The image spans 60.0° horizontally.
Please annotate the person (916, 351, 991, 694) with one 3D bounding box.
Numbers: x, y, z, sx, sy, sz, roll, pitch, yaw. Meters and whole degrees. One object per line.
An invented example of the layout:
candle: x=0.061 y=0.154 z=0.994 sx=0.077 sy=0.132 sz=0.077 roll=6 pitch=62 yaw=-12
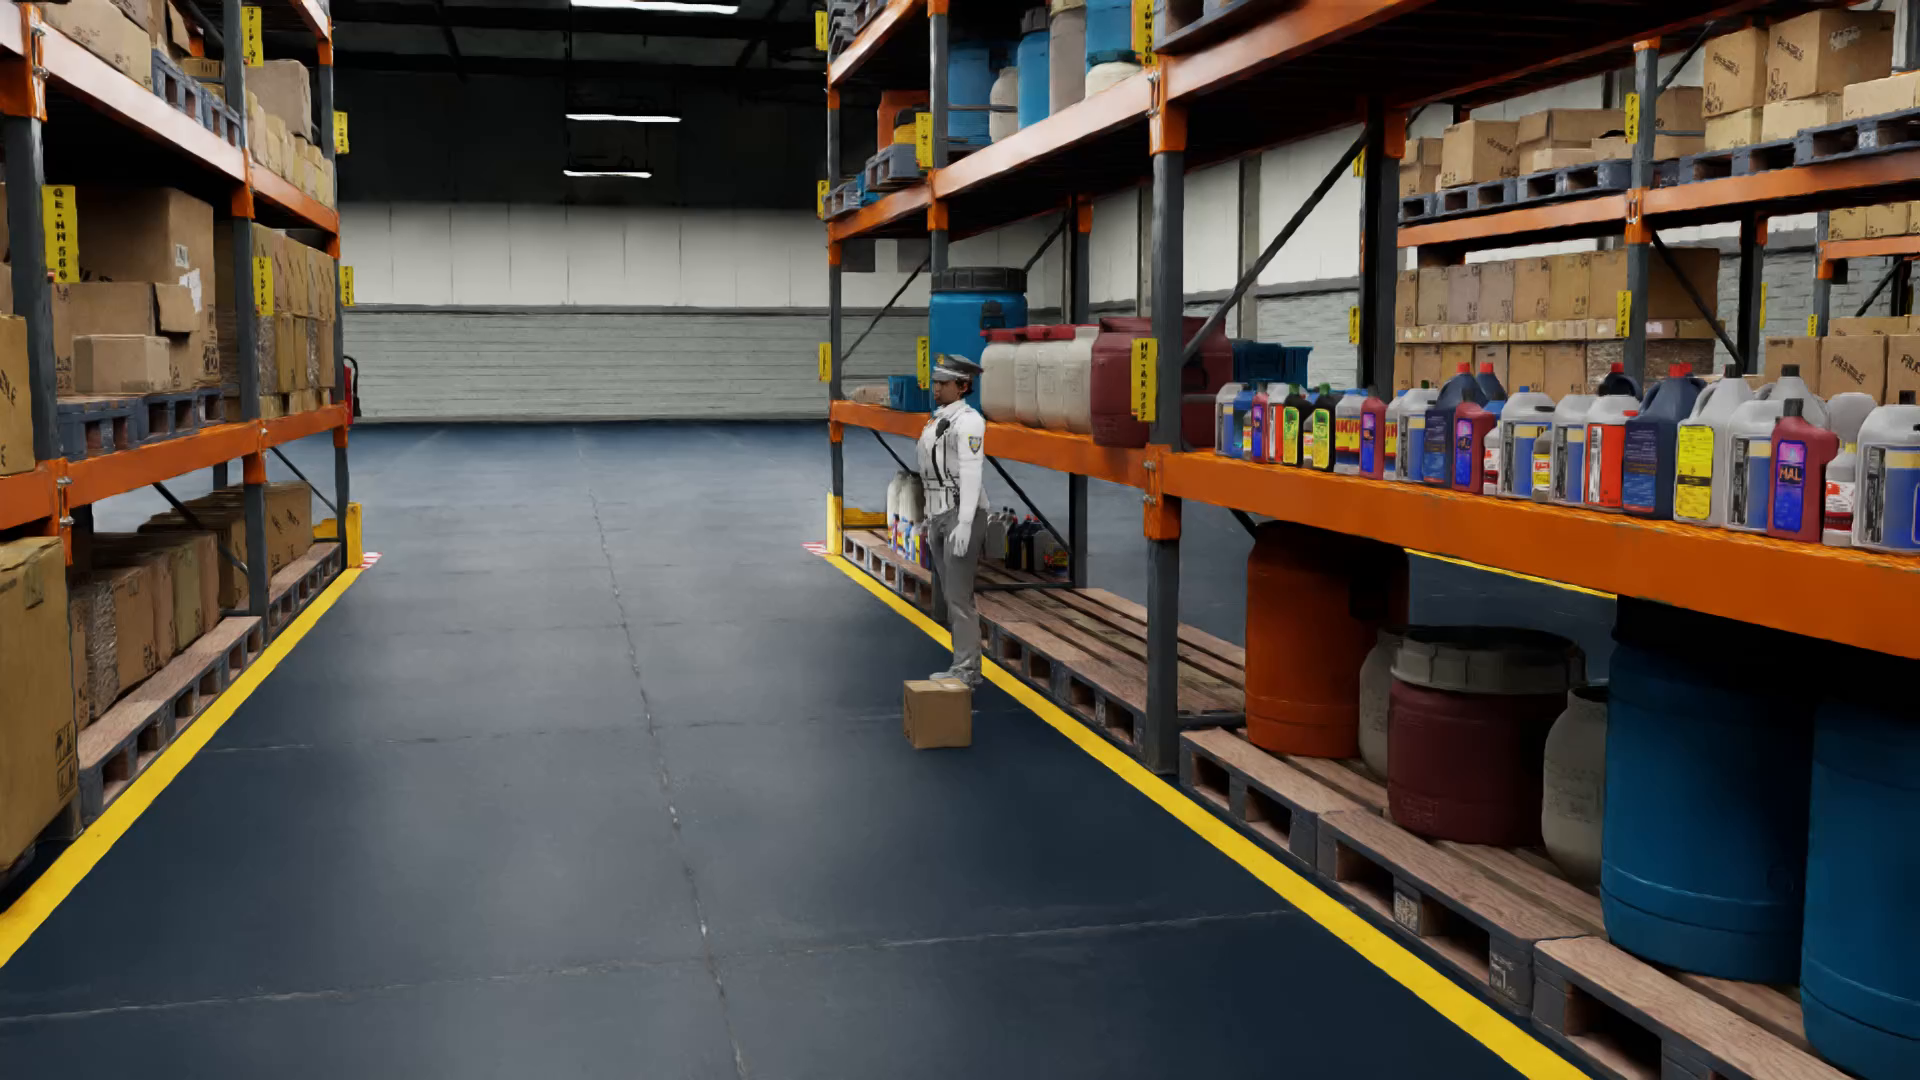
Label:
person: x=-0.037 y=-0.075 z=8.139 sx=0.419 sy=1.683 sz=0.599 roll=-2 pitch=7 yaw=-21
